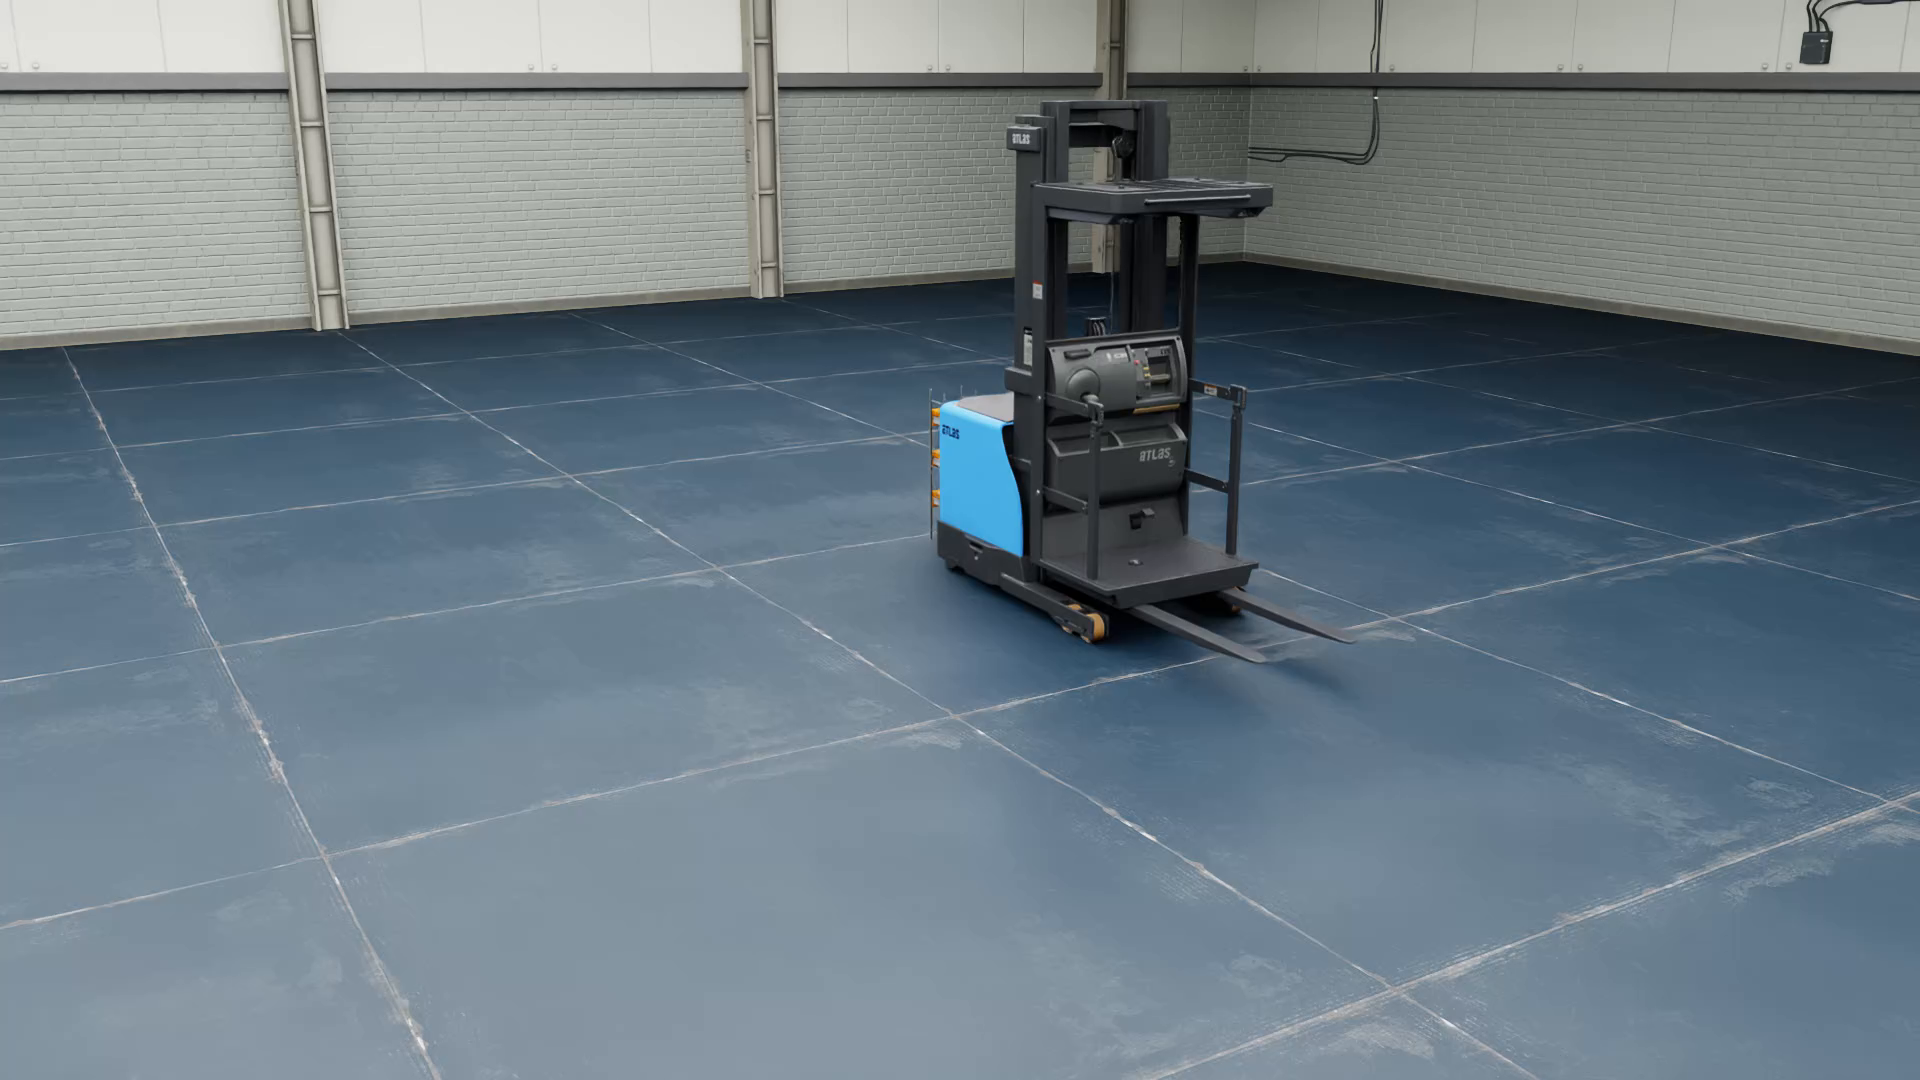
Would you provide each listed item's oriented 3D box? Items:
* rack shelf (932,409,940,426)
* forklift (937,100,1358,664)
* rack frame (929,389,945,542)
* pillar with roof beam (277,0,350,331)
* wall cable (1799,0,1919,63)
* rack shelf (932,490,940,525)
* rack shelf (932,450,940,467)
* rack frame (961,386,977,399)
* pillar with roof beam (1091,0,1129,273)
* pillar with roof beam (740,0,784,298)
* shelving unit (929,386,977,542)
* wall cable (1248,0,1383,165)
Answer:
[{"bbox_3d":[-0.046,-0.761,11.168,0.240,0.259,0.215,-9,18,-30],"label":"rack shelf"},{"bbox_3d":[1.031,-0.976,9.461,1.130,2.935,3.031,-9,18,-29],"label":"forklift"},{"bbox_3d":[-0.150,-0.481,11.181,0.008,1.050,0.200,-9,18,-30],"label":"rack frame"},{"bbox_3d":[-5.700,-6.005,16.159,0.400,9.000,9.100,-9,18,-30],"label":"pillar with roof beam"},{"bbox_3d":[10.451,-8.211,17.729,0.169,6.003,2.305,-9,18,-30],"label":"wall cable"},{"bbox_3d":[-0.046,-0.220,11.319,0.240,0.259,0.215,-9,18,-30],"label":"rack shelf"},{"bbox_3d":[-0.046,-0.488,11.244,0.240,0.259,0.215,-9,18,-30],"label":"rack shelf"},{"bbox_3d":[0.059,-0.515,11.302,0.008,1.050,0.200,-9,18,-30],"label":"rack frame"},{"bbox_3d":[4.586,-7.673,22.109,0.400,9.000,9.100,-9,18,-30],"label":"pillar with roof beam"},{"bbox_3d":[-0.557,-6.839,19.134,0.400,9.000,9.100,-9,18,-30],"label":"pillar with roof beam"},{"bbox_3d":[-0.046,-0.498,11.242,0.252,1.050,0.215,-9,18,-30],"label":"shelving unit"},{"bbox_3d":[5.575,-7.277,26.451,0.112,2.526,3.097,-9,18,-30],"label":"wall cable"}]
